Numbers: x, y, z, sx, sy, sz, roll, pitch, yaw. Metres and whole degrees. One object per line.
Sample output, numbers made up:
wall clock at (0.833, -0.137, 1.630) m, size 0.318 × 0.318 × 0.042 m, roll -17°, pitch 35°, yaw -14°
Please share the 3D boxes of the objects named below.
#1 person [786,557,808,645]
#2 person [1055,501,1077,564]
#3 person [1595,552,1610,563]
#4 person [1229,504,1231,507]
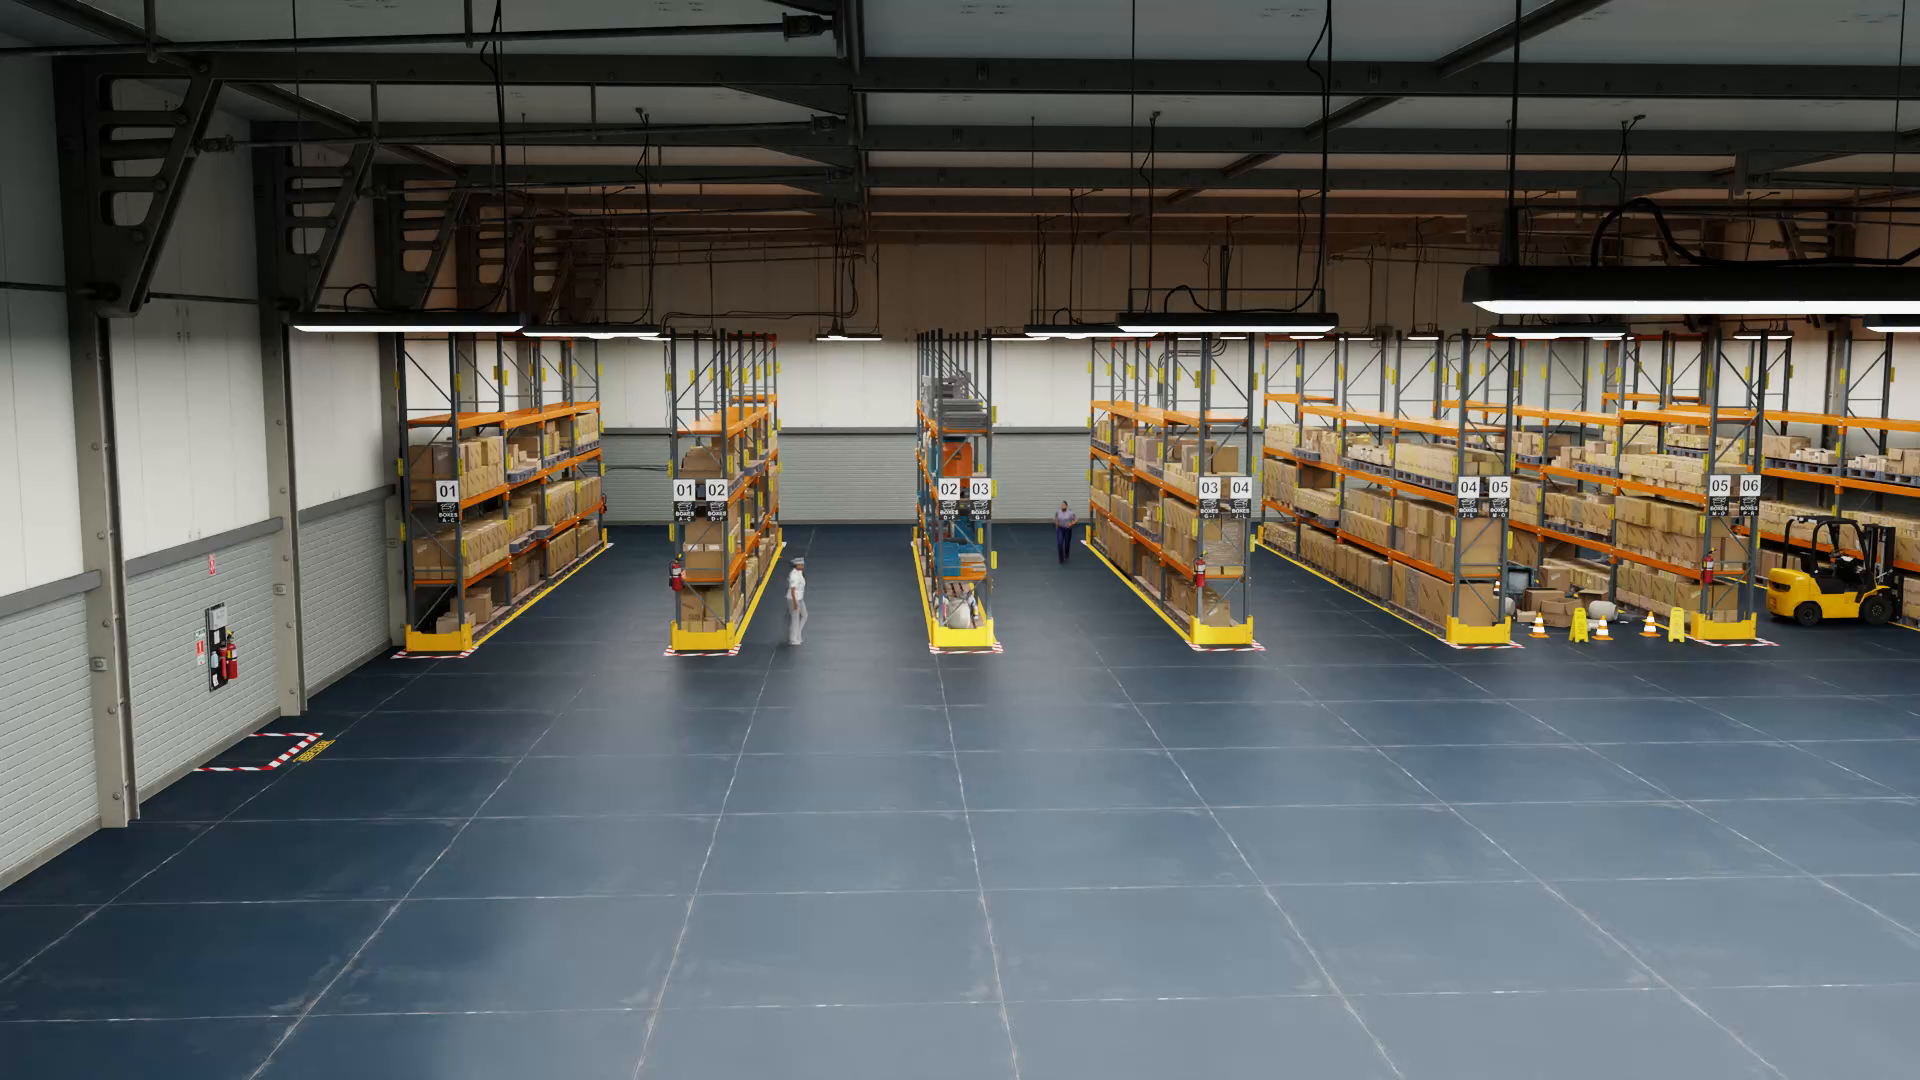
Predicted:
person at (-3.148, 1.178, 31.847) m, size 0.369 × 1.709 × 0.588 m, roll 1°, pitch 7°, yaw 10°
person at (2.784, -0.204, 43.718) m, size 0.593 × 1.679 × 0.746 m, roll 0°, pitch 7°, yaw 2°
person at (16.911, -0.306, 43.684) m, size 0.414 × 1.788 × 0.596 m, roll 2°, pitch 7°, yaw 16°
person at (7.289, -0.358, 44.658) m, size 0.476 × 1.652 × 0.450 m, roll -2°, pitch 7°, yaw -18°
